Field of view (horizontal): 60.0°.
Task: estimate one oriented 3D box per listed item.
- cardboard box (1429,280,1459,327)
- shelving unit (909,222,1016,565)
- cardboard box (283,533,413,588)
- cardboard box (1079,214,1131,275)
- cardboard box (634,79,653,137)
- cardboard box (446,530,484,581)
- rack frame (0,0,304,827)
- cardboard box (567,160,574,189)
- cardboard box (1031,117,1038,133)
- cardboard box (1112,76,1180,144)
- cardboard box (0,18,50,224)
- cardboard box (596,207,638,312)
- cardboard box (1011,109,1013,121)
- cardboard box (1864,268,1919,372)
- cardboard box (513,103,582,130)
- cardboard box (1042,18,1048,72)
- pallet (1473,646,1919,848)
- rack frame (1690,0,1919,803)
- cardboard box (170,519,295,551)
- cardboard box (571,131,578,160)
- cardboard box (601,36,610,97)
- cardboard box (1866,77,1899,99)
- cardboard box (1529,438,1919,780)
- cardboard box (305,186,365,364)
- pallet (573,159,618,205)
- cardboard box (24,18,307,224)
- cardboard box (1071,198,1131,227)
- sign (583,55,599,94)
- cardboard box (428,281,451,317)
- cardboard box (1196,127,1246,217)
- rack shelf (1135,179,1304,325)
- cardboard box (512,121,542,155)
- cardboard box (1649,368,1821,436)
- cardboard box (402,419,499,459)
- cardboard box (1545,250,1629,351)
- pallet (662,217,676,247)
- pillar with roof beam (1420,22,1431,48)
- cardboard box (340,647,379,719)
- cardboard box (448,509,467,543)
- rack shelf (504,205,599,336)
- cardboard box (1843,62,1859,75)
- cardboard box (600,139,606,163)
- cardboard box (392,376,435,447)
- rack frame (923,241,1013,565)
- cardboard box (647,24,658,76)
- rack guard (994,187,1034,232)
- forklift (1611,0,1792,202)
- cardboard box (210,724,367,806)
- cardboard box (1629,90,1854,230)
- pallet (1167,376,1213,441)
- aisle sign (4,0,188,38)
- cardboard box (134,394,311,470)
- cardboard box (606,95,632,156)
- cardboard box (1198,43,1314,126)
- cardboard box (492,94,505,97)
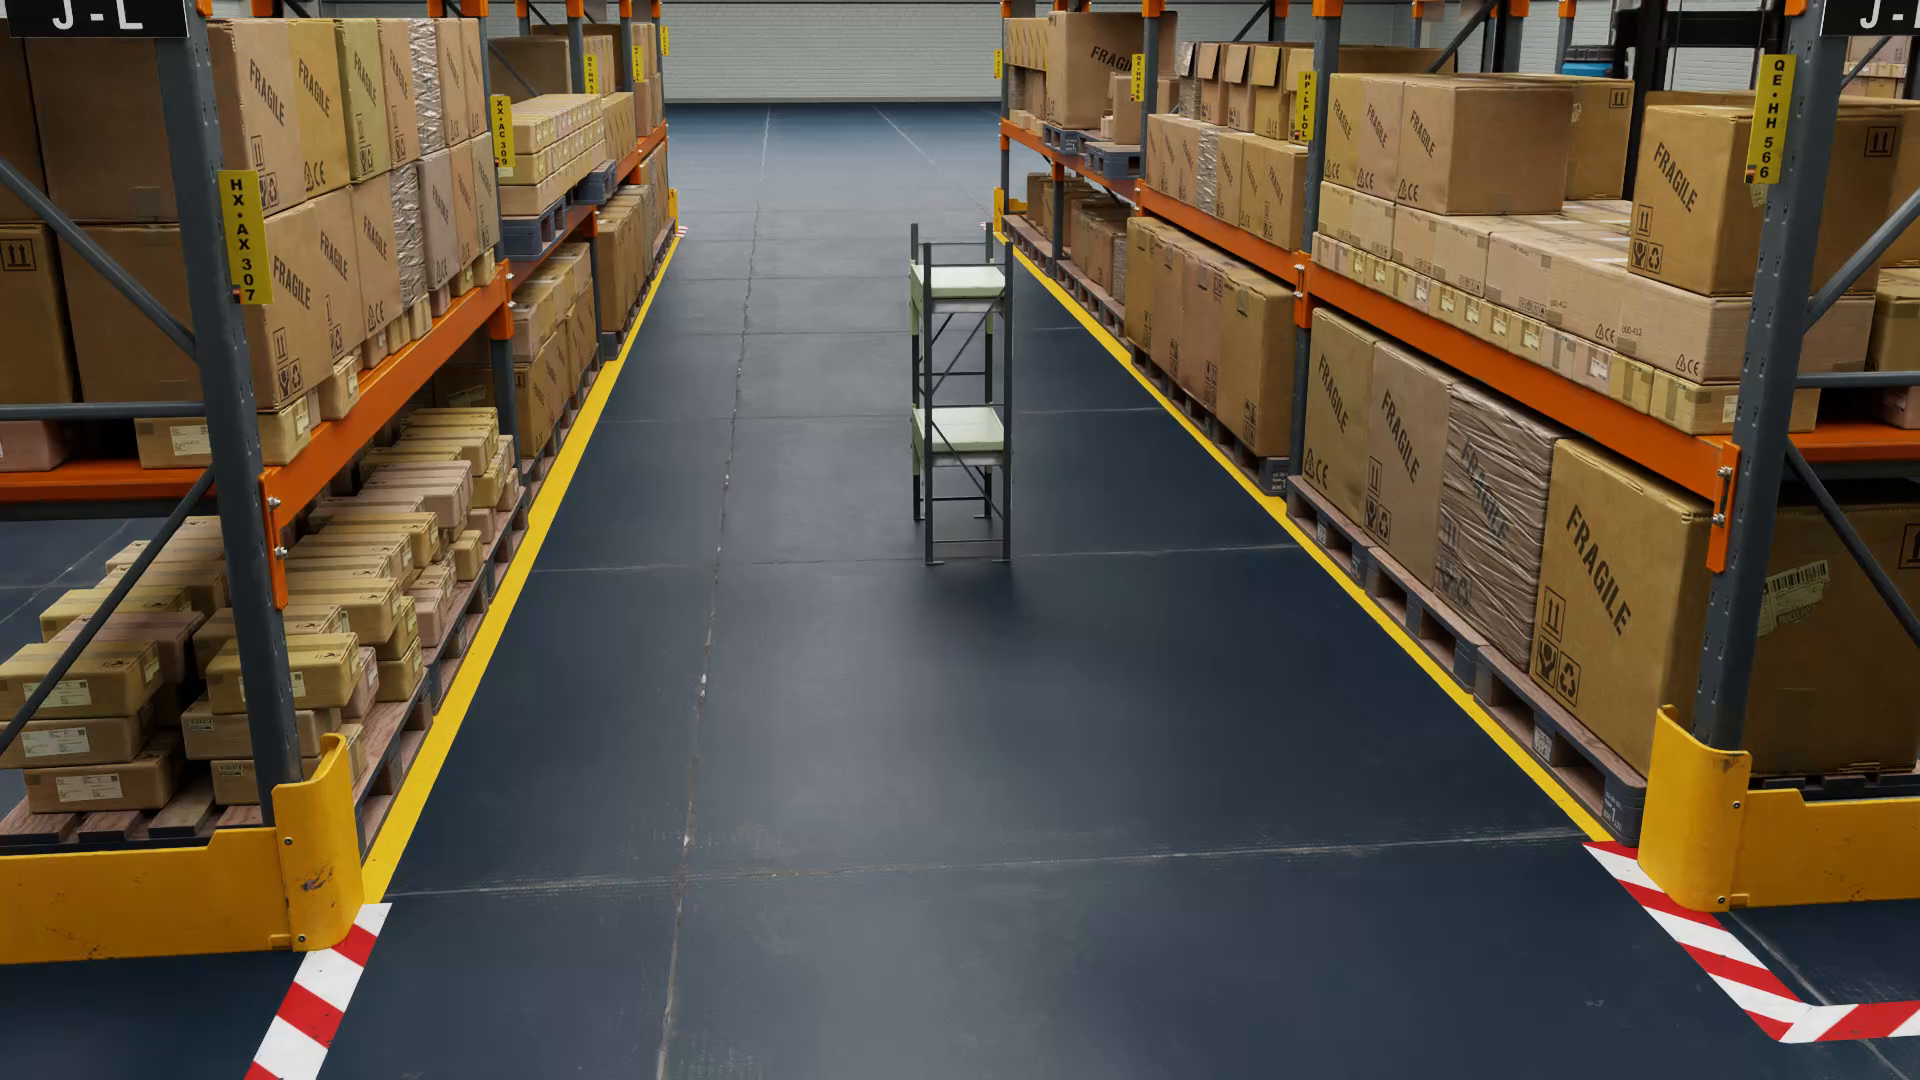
[{"bbox_3d":[2.094,-0.945,6.599,0.380,0.149,0.250,-2,18,-7],"label":"cardboard box"},{"bbox_3d":[-0.001,-0.718,7.959,0.431,1.500,0.755,-2,18,-6],"label":"shelving unit"},{"bbox_3d":[-2.190,0.085,5.965,0.380,0.149,0.250,-1,17,-3],"label":"cardboard box"},{"bbox_3d":[1.479,-2.702,15.215,0.700,0.500,0.500,-2,18,-6],"label":"cardboard box"},{"bbox_3d":[-3.605,-4.397,16.924,0.875,0.550,0.550,-2,18,-6],"label":"cardboard box"},{"bbox_3d":[-2.226,0.070,7.005,0.380,0.149,0.250,-2,18,-6],"label":"cardboard box"},{"bbox_3d":[-2.300,-0.313,4.166,1.000,3.000,0.127,-2,18,-6],"label":"rack frame"},{"bbox_3d":[-2.436,-2.106,9.595,0.380,0.149,0.250,-2,18,-7],"label":"cardboard box"},{"bbox_3d":[0.952,-4.394,17.584,0.380,0.149,0.250,-2,18,-6],"label":"cardboard box"},{"bbox_3d":[1.566,-3.390,13.101,0.700,0.500,0.500,1,17,3],"label":"cardboard box"},{"bbox_3d":[-2.594,-1.108,4.367,0.500,0.500,0.500,-2,18,-7],"label":"cardboard box"},{"bbox_3d":[-3.192,-2.268,13.448,1.050,0.750,0.750,-2,17,-5],"label":"cardboard box"},{"bbox_3d":[0.793,-4.916,19.247,0.380,0.149,0.250,-2,18,-6],"label":"cardboard box"},{"bbox_3d":[2.863,-0.658,5.018,0.500,0.250,0.500,-2,18,-7],"label":"cardboard box"},{"bbox_3d":[-2.487,-2.544,9.996,0.380,0.149,0.250,-1,17,-3],"label":"cardboard box"},{"bbox_3d":[1.086,-4.804,16.137,0.500,0.500,0.500,-2,18,-6],"label":"cardboard box"},{"bbox_3d":[2.484,0.659,5.727,1.003,0.211,1.213,-2,18,-6],"label":"pallet"},{"bbox_3d":[2.644,-0.436,4.558,1.000,3.000,0.127,-2,18,-6],"label":"rack frame"},{"bbox_3d":[-2.692,0.024,6.158,0.380,0.149,0.250,-2,18,-7],"label":"cardboard box"},{"bbox_3d":[-2.459,-2.325,9.795,0.380,0.149,0.250,-2,18,-7],"label":"cardboard box"},{"bbox_3d":[-3.425,-4.112,14.431,0.700,0.500,0.500,-2,18,-7],"label":"cardboard box"},{"bbox_3d":[10.988,-5.112,19.285,0.700,0.500,0.500,-2,18,-5],"label":"cardboard box"},{"bbox_3d":[2.499,0.189,5.413,0.875,0.875,0.875,-2,18,-6],"label":"cardboard box"},{"bbox_3d":[-2.152,-0.804,5.065,0.500,0.500,0.500,-2,18,-6],"label":"cardboard box"},{"bbox_3d":[-2.945,-2.396,11.121,1.213,0.211,1.003,-2,18,-6],"label":"pallet"},{"bbox_3d":[-2.082,-1.122,4.409,0.500,0.500,0.500,-2,18,-6],"label":"cardboard box"},{"bbox_3d":[1.405,-3.139,16.641,0.500,0.500,0.500,-2,18,-7],"label":"cardboard box"},{"bbox_3d":[-2.586,-3.231,11.659,0.100,0.325,0.005,-2,18,-6],"label":"sign"},{"bbox_3d":[-2.287,-0.995,6.756,0.380,0.149,0.250,-3,18,-8],"label":"cardboard box"},{"bbox_3d":[1.760,-2.259,10.197,0.500,0.500,0.500,-2,18,-5],"label":"cardboard box"},{"bbox_3d":[2.025,-1.880,10.360,1.077,0.370,4.000,-2,18,-6],"label":"rack shelf"},{"bbox_3d":[-2.295,-2.001,8.267,0.380,0.149,0.250,-1,17,-3],"label":"cardboard box"},{"bbox_3d":[2.280,-0.412,4.901,0.380,0.149,0.250,-1,17,-5],"label":"cardboard box"},{"bbox_3d":[-2.351,-0.456,7.686,0.380,0.149,0.250,-2,17,-5],"label":"cardboard box"},{"bbox_3d":[2.279,-0.794,5.451,0.500,0.250,0.500,-2,18,-7],"label":"cardboard box"},{"bbox_3d":[-3.790,-3.514,19.017,1.003,0.211,1.213,-2,18,-6],"label":"pallet"},{"bbox_3d":[9.331,-17.148,47.773,9.100,9.000,0.400,-2,18,-6],"label":"pillar with roof beam"},{"bbox_3d":[-2.071,0.458,5.273,0.380,0.149,0.250,-2,18,-6],"label":"cardboard box"},{"bbox_3d":[-2.304,-0.090,7.018,0.380,0.149,0.250,-1,17,-4],"label":"cardboard box"},{"bbox_3d":[-2.919,-1.757,9.968,1.077,0.370,4.000,-2,18,-6],"label":"rack shelf"},{"bbox_3d":[10.728,-5.589,19.721,0.380,0.149,0.250,-2,18,-5],"label":"cardboard box"},{"bbox_3d":[-2.617,-2.644,11.310,0.380,0.149,0.250,-1,17,-5],"label":"cardboard box"},{"bbox_3d":[-3.039,-0.725,8.951,0.500,0.500,0.500,-2,18,-7],"label":"cardboard box"},{"bbox_3d":[0.037,-0.609,7.611,0.400,1.500,0.023,-2,18,-6],"label":"rack frame"},{"bbox_3d":[-3.802,-5.394,18.297,0.875,0.550,0.550,-2,18,-6],"label":"cardboard box"},{"bbox_3d":[1.002,-3.988,20.044,1.175,0.500,0.348,-2,18,-6],"label":"rack guard"},{"bbox_3d":[4.568,-2.234,10.400,1.130,2.935,3.031,6,18,18],"label":"forklift"},{"bbox_3d":[-2.035,0.681,5.059,0.380,0.149,0.250,-1,17,-5],"label":"cardboard box"},{"bbox_3d":[2.752,-1.319,5.871,0.500,0.500,0.500,-2,18,-7],"label":"cardboard box"},{"bbox_3d":[1.948,-0.889,10.657,1.003,0.211,1.213,-2,18,-6],"label":"pallet"},{"bbox_3d":[-1.994,-1.541,3.737,0.394,0.787,0.004,-2,18,-6],"label":"aisle sign"},{"bbox_3d":[-2.007,-0.300,4.543,0.380,0.149,0.250,-2,18,-6],"label":"cardboard box"},{"bbox_3d":[-3.166,-3.638,14.591,0.500,0.500,0.500,-2,18,-6],"label":"cardboard box"},{"bbox_3d":[1.943,-2.933,10.671,0.797,0.503,0.637,-1,17,-4],"label":"cardboard box"},{"bbox_3d":[-3.270,-2.916,11.182,0.380,0.149,0.250,-2,18,-6],"label":"cardboard box"}]
